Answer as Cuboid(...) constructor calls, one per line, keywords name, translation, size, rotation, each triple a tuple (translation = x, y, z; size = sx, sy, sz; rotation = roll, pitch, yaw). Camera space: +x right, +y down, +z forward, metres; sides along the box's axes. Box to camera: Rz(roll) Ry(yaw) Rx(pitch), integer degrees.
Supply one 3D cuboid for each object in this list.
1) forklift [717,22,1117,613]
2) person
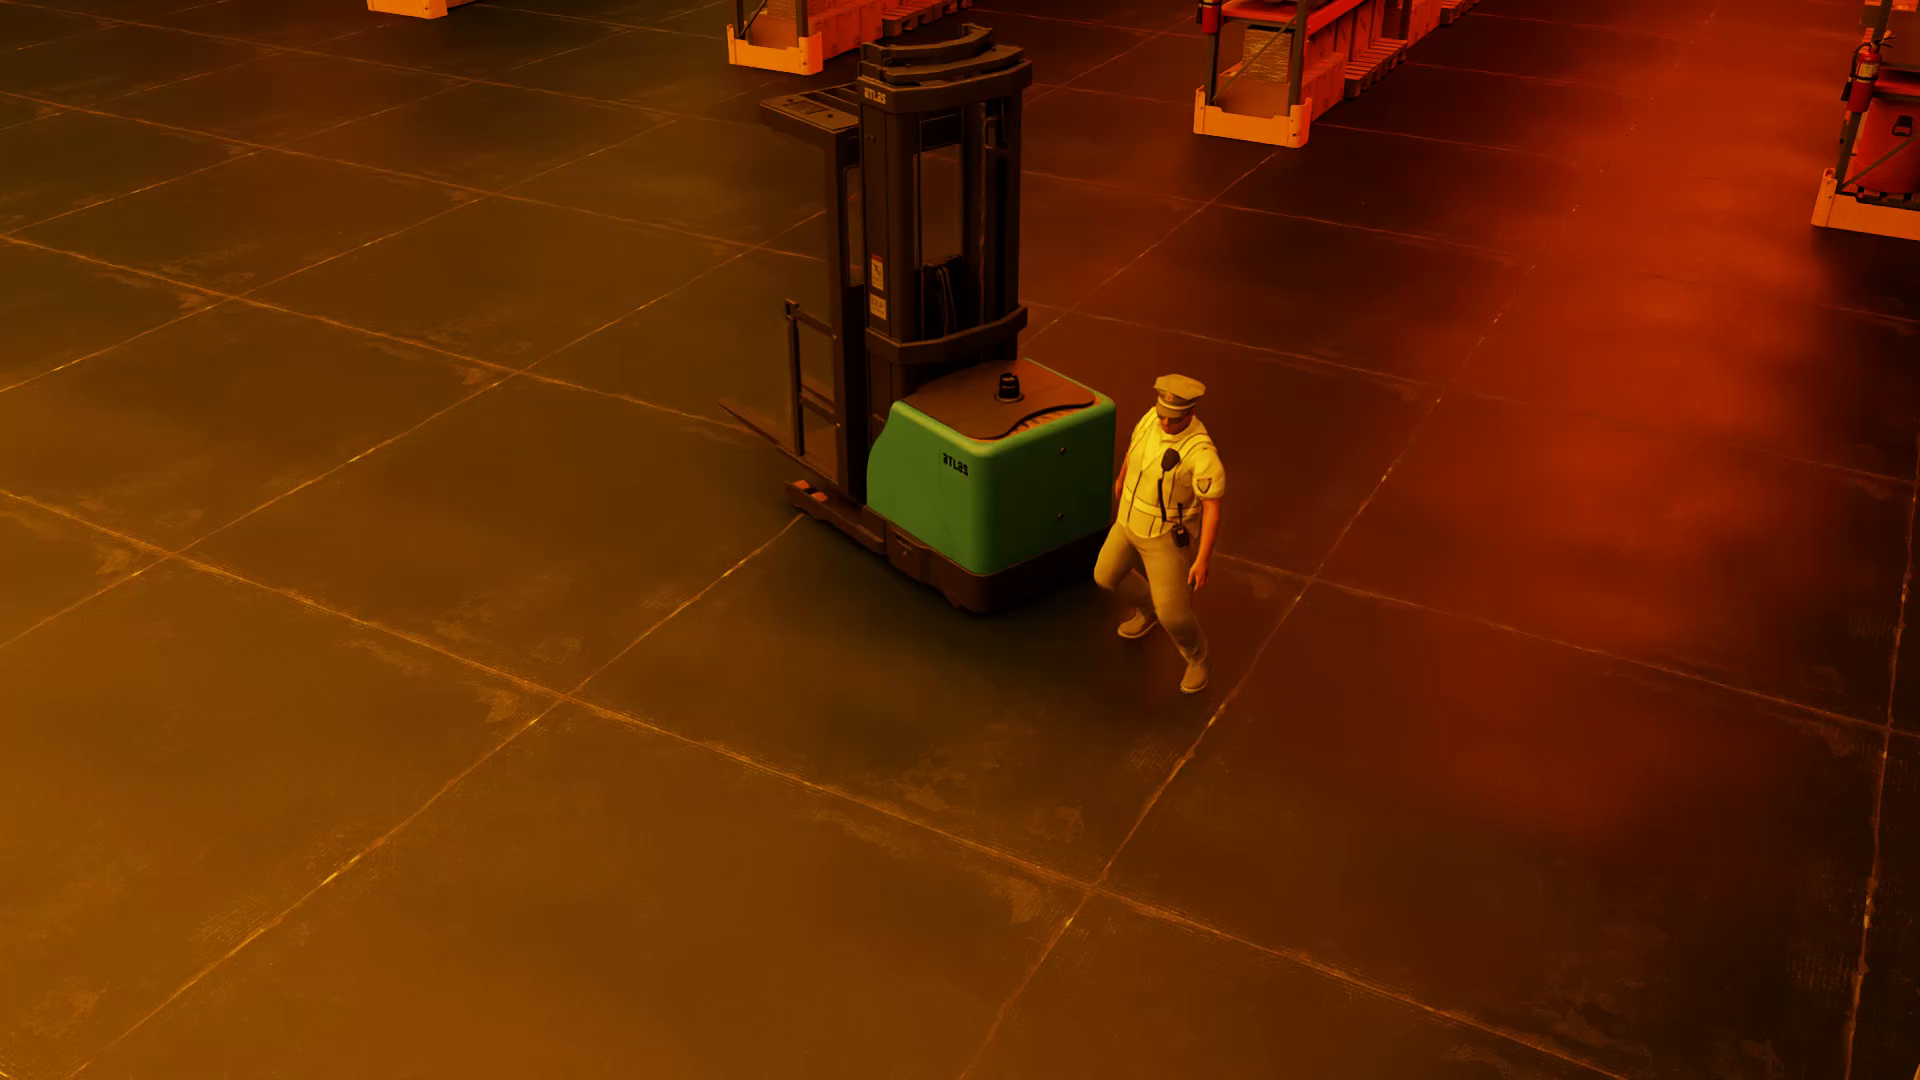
Cuboid(name="forklift", translation=(-0.429, -1.536, 9.733), size=(1.130, 2.935, 3.031), rotation=(-22, 37, -33))
Cuboid(name="person", translation=(1.024, -0.105, 8.533), size=(0.491, 1.673, 0.898), rotation=(-17, 34, -27))
